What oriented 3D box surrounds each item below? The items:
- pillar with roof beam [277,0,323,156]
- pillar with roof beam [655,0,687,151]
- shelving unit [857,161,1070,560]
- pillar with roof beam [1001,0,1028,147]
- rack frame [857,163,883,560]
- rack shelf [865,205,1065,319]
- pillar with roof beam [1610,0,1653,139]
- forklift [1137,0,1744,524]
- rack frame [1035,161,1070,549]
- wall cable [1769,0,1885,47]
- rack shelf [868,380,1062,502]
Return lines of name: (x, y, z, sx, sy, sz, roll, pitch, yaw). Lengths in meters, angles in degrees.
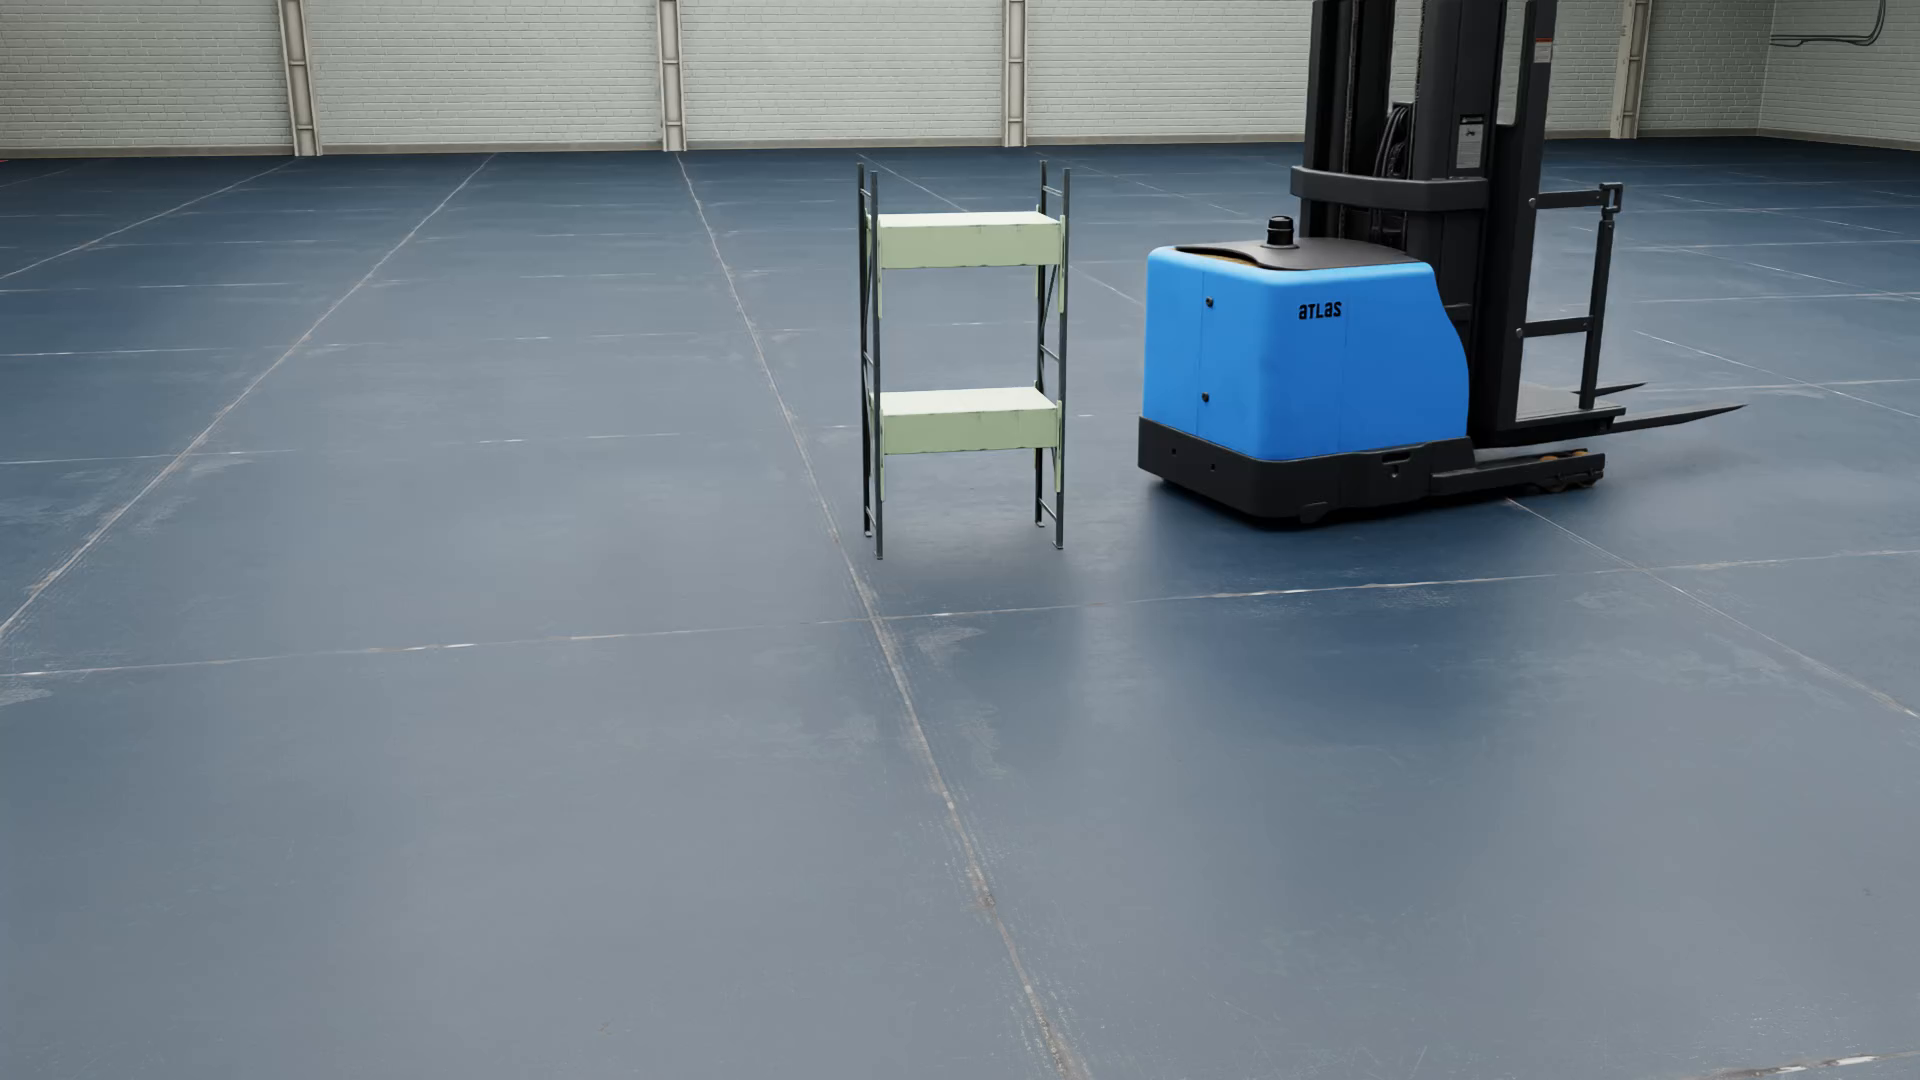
pillar with roof beam: (-9.999, -9.456, 22.272, 0.400, 9.000, 9.100, -3, 17, -10)
pillar with roof beam: (-4.108, -9.790, 23.360, 0.400, 9.000, 9.100, -3, 17, -10)
shelving unit: (0.007, -0.717, 6.593, 0.755, 1.500, 0.431, -3, 17, -10)
pillar with roof beam: (1.783, -10.124, 24.448, 0.400, 9.000, 9.100, -3, 17, -10)
rack frame: (-0.353, -0.697, 6.526, 0.023, 1.500, 0.400, -3, 17, -10)
rack shelf: (0.007, -1.090, 6.478, 0.720, 0.370, 0.431, -3, 17, -10)
pillar with roof beam: (13.565, -10.793, 26.624, 0.400, 9.000, 9.100, -3, 17, -10)
forklift: (2.374, -1.745, 7.502, 3.031, 2.935, 1.130, -8, 19, -25)
rack frame: (0.366, -0.738, 6.659, 0.023, 1.500, 0.400, -3, 17, -10)
wall cable: (15.892, -10.332, 30.413, 0.112, 2.526, 3.097, -3, 17, -10)
rack shelf: (0.007, -0.406, 6.689, 0.720, 0.370, 0.431, -3, 17, -10)
